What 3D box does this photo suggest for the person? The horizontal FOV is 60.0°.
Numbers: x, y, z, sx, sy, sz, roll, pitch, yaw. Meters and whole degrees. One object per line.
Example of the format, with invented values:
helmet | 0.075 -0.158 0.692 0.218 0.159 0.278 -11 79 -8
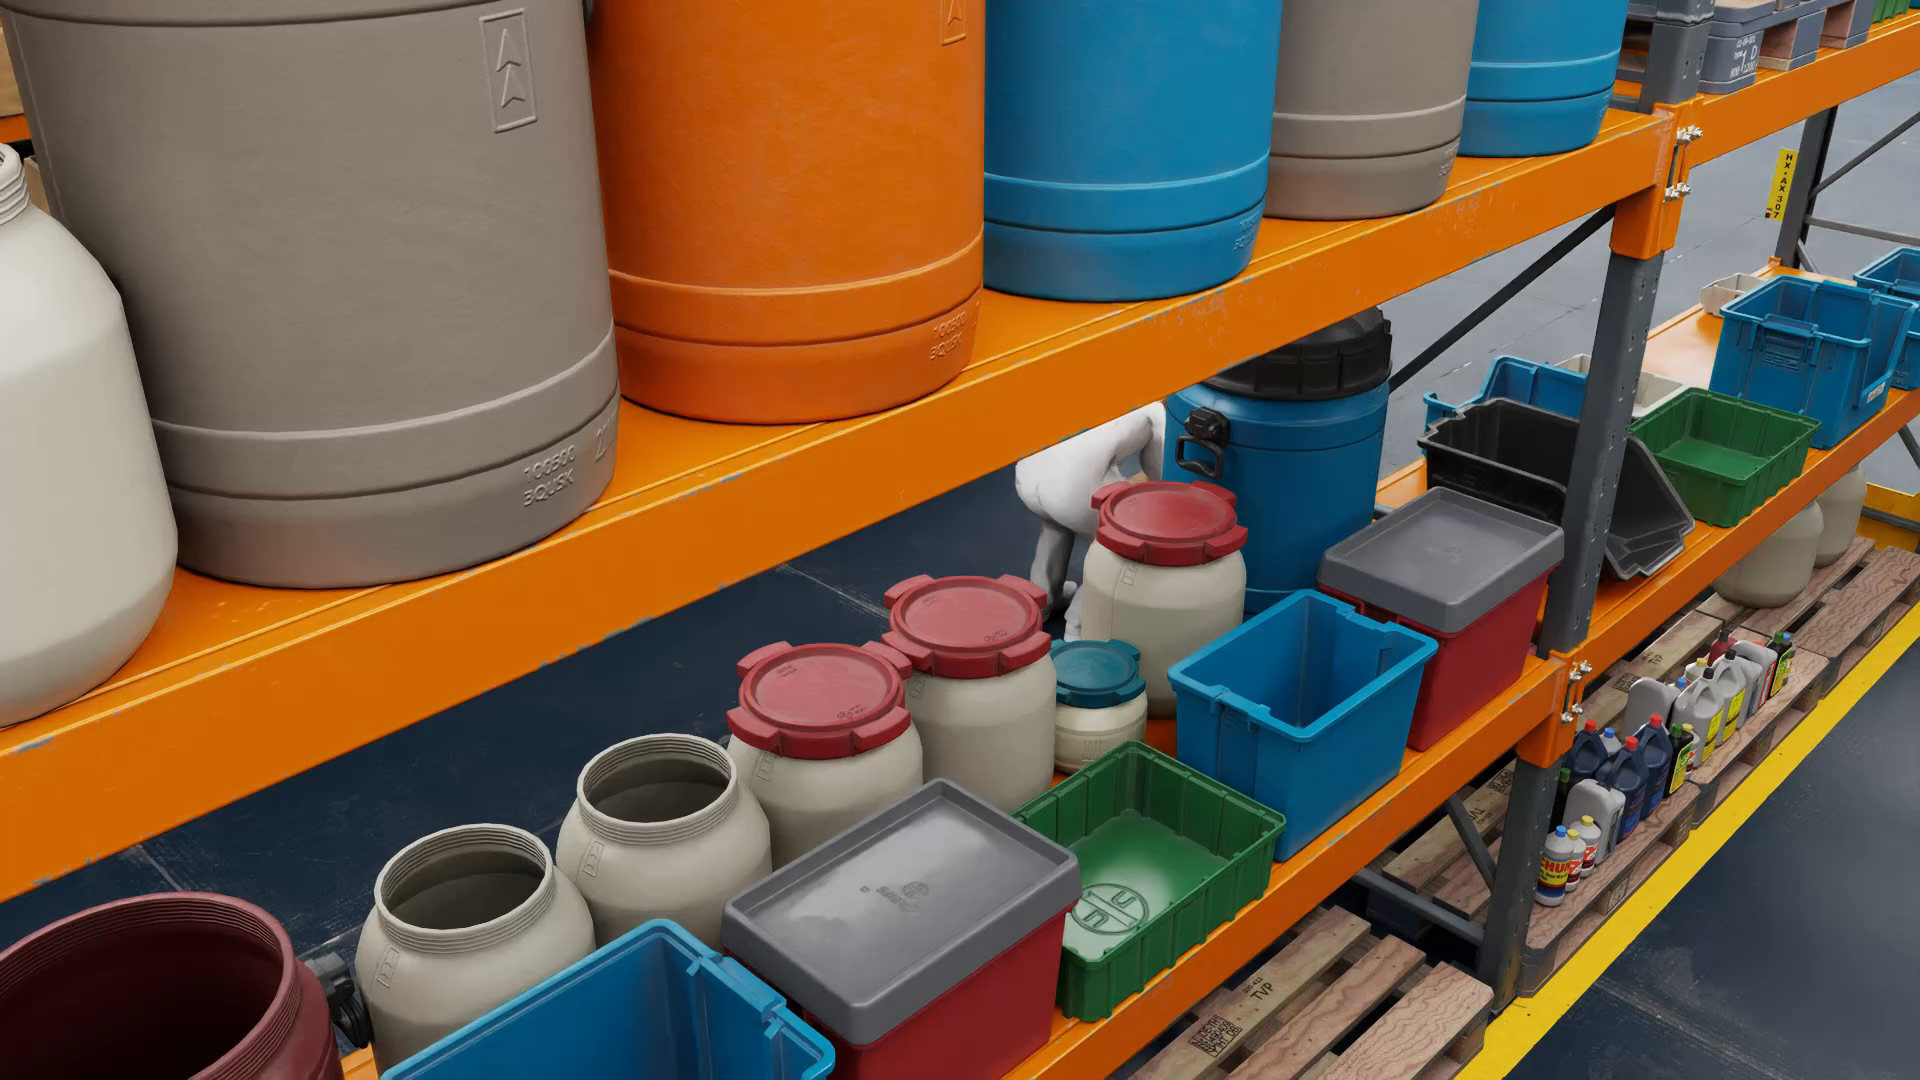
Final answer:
person | 0.621 -0.163 7.244 0.592 1.047 0.943 22 35 36
